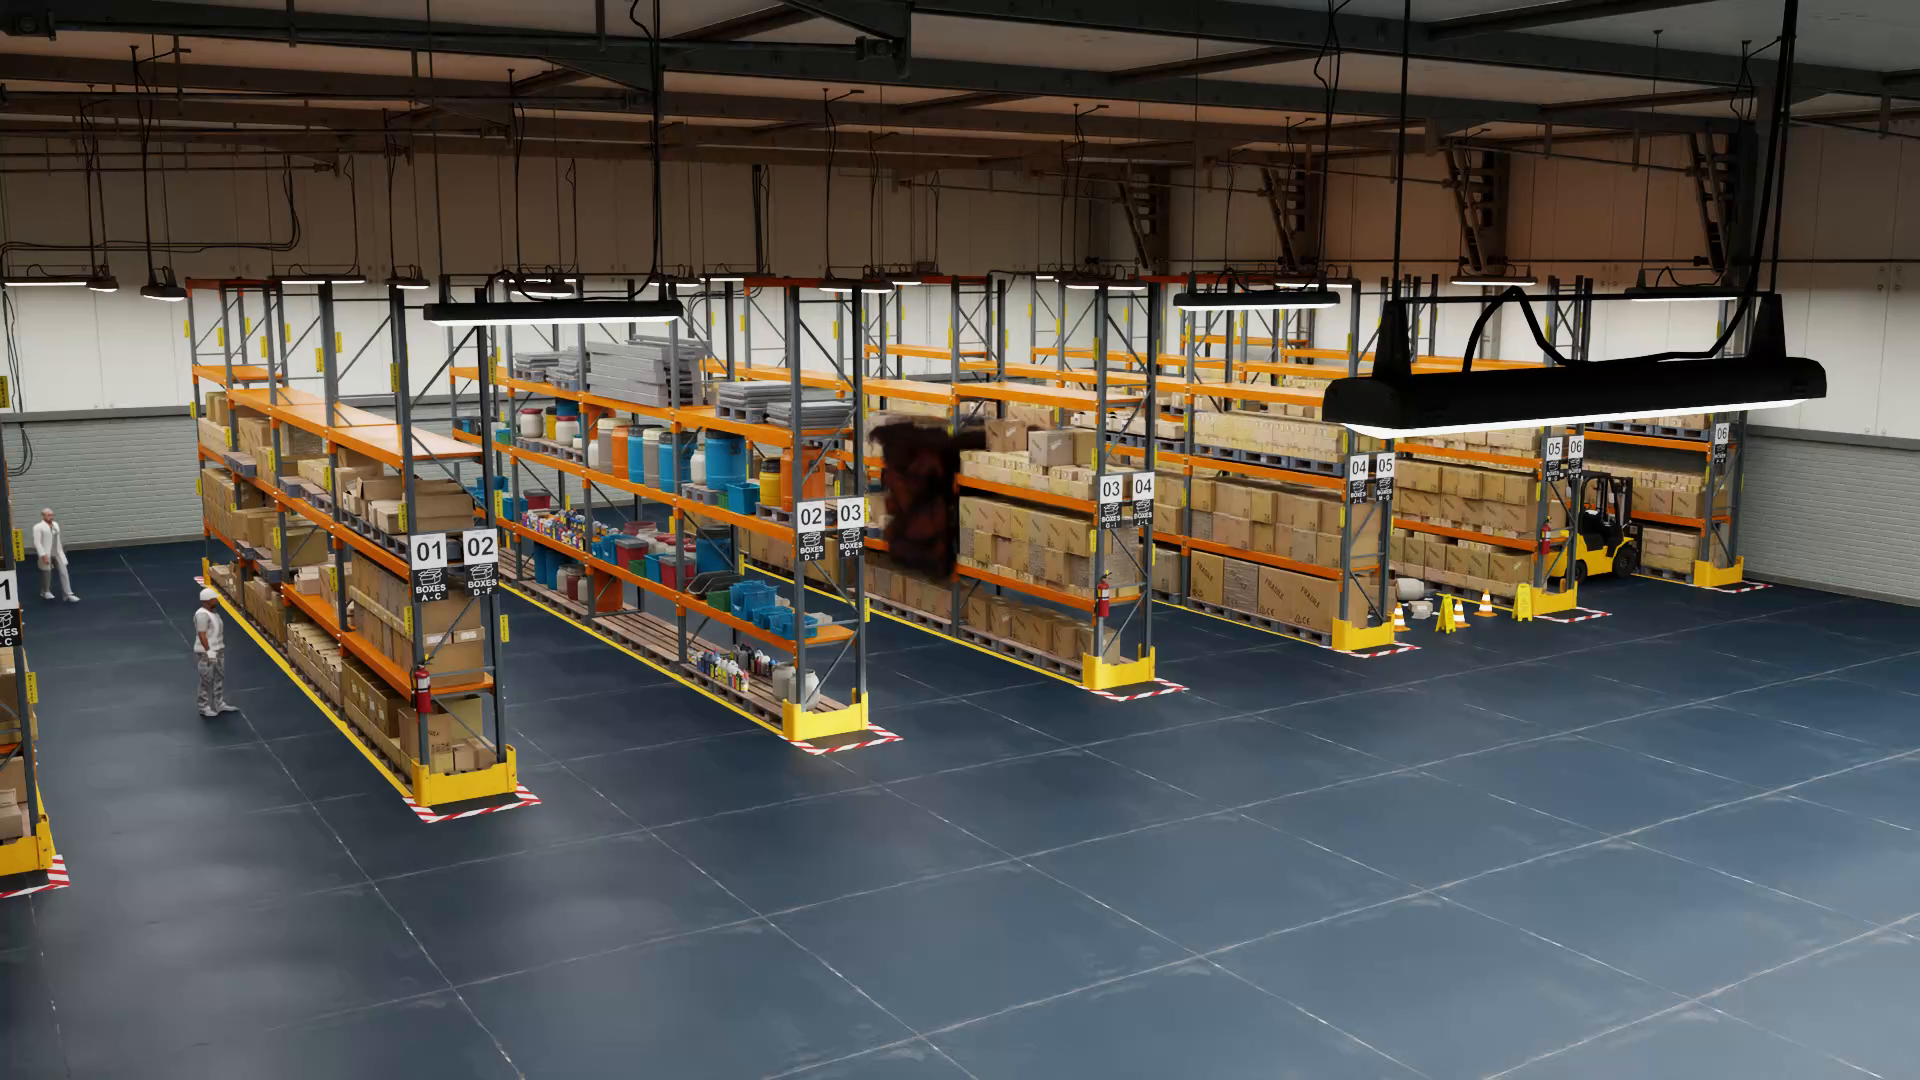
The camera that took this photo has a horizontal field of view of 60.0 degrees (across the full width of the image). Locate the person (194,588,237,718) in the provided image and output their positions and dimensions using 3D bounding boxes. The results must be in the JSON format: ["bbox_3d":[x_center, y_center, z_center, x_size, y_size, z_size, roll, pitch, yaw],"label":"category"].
[{"bbox_3d":[-10.479,1.568,23.310,0.472,1.796,0.602,1,10,6],"label":"person"}]

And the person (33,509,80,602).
[{"bbox_3d":[-16.943,0.279,30.987,1.025,1.733,0.581,8,12,40],"label":"person"}]
